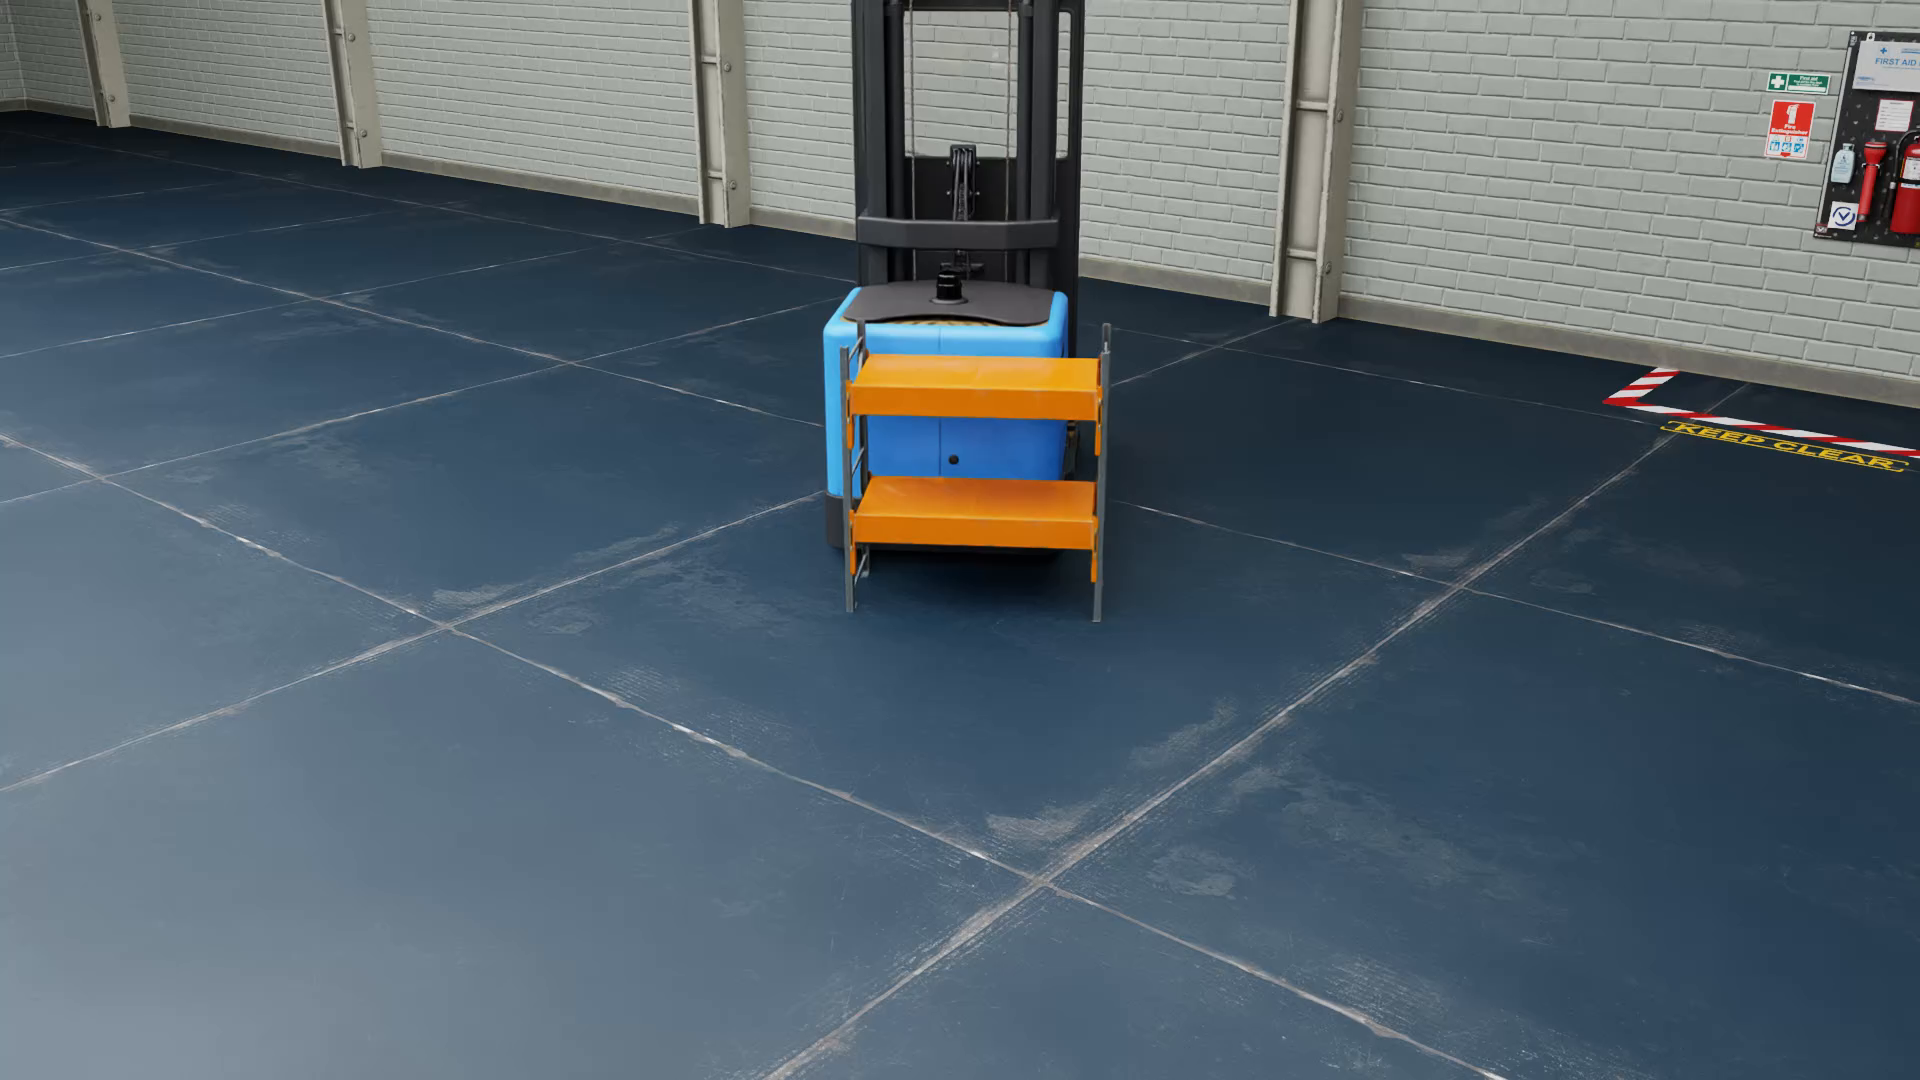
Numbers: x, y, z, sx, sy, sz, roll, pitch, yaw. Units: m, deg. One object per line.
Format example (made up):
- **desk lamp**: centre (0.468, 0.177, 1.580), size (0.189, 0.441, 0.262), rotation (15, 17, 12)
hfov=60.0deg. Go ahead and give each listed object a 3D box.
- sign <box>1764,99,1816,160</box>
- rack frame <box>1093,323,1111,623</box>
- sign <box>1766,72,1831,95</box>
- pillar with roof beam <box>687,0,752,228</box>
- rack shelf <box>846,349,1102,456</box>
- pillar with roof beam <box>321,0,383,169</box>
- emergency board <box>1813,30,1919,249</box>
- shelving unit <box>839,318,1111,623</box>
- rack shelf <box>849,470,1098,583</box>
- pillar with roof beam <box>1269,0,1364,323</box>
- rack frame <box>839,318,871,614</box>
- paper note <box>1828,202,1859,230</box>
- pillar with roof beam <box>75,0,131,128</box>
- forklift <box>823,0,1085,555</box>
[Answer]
- **sign**: centre (4.863, -2.406, 9.746), size (0.234, 0.329, 0.001), rotation (16, 26, 36)
- **rack frame**: centre (0.581, -0.277, 6.808), size (0.032, 1.125, 0.500), rotation (2, 21, 5)
- **sign**: centre (4.861, -2.650, 9.644), size (0.331, 0.109, 0.001), rotation (16, 26, 36)
- **pillar with roof beam**: centre (-4.902, -5.983, 10.781), size (0.400, 9.000, 9.100), rotation (16, 26, 36)
- **rack shelf**: centre (0.075, -0.567, 6.747), size (1.000, 0.278, 0.538), rotation (2, 21, 5)
- **pillar with roof beam**: centre (-9.550, -7.322, 14.331), size (0.400, 9.000, 9.100), rotation (16, 26, 36)
- **emergency board**: centre (5.226, -2.238, 9.351), size (0.643, 1.169, 0.194), rotation (16, 26, 36)
- **shelving unit**: centre (0.075, -0.293, 6.851), size (1.048, 1.125, 0.538), rotation (2, 21, 5)
- **rack shelf**: centre (0.075, -0.064, 6.937), size (1.000, 0.278, 0.538), rotation (2, 21, 5)
- **pillar with roof beam**: centre (-0.254, -4.645, 7.232), size (0.400, 9.000, 9.100), rotation (16, 26, 36)
- **rack frame**: centre (-0.431, -0.309, 6.893), size (0.032, 1.125, 0.500), rotation (2, 21, 5)
- **paper note**: centre (5.133, -1.884, 9.661), size (0.142, 0.148, 0.016), rotation (16, 26, 36)
- **pillar with roof beam**: centre (-14.199, -8.661, 17.881), size (0.400, 9.000, 9.100), rotation (16, 26, 36)
- **forklift**: centre (0.061, -1.782, 8.239), size (1.130, 2.935, 3.031), rotation (2, 21, 5)
